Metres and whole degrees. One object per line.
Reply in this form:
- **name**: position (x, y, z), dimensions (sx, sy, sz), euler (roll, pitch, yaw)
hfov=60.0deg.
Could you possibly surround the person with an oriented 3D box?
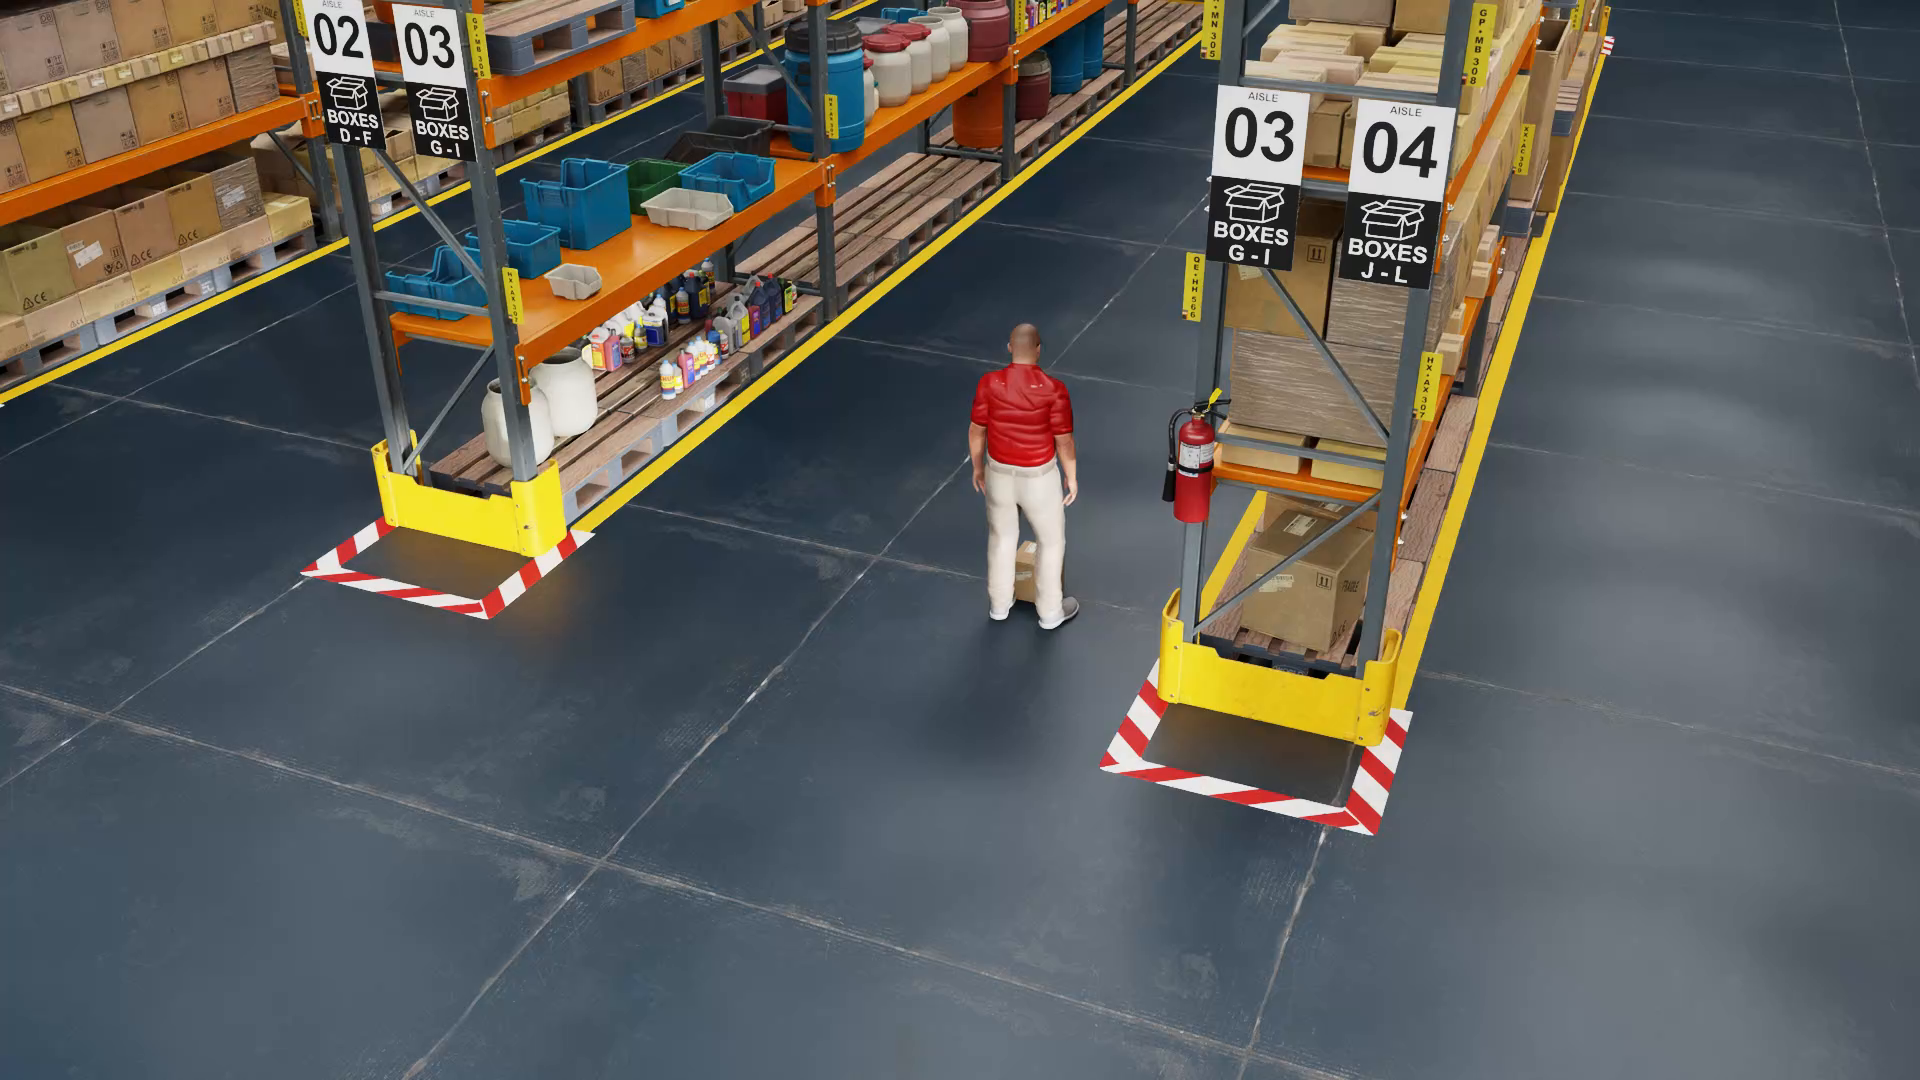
- **person**: position (0.349, -0.340, 9.015), dimensions (0.606, 1.728, 0.382), euler (10, 31, 17)
